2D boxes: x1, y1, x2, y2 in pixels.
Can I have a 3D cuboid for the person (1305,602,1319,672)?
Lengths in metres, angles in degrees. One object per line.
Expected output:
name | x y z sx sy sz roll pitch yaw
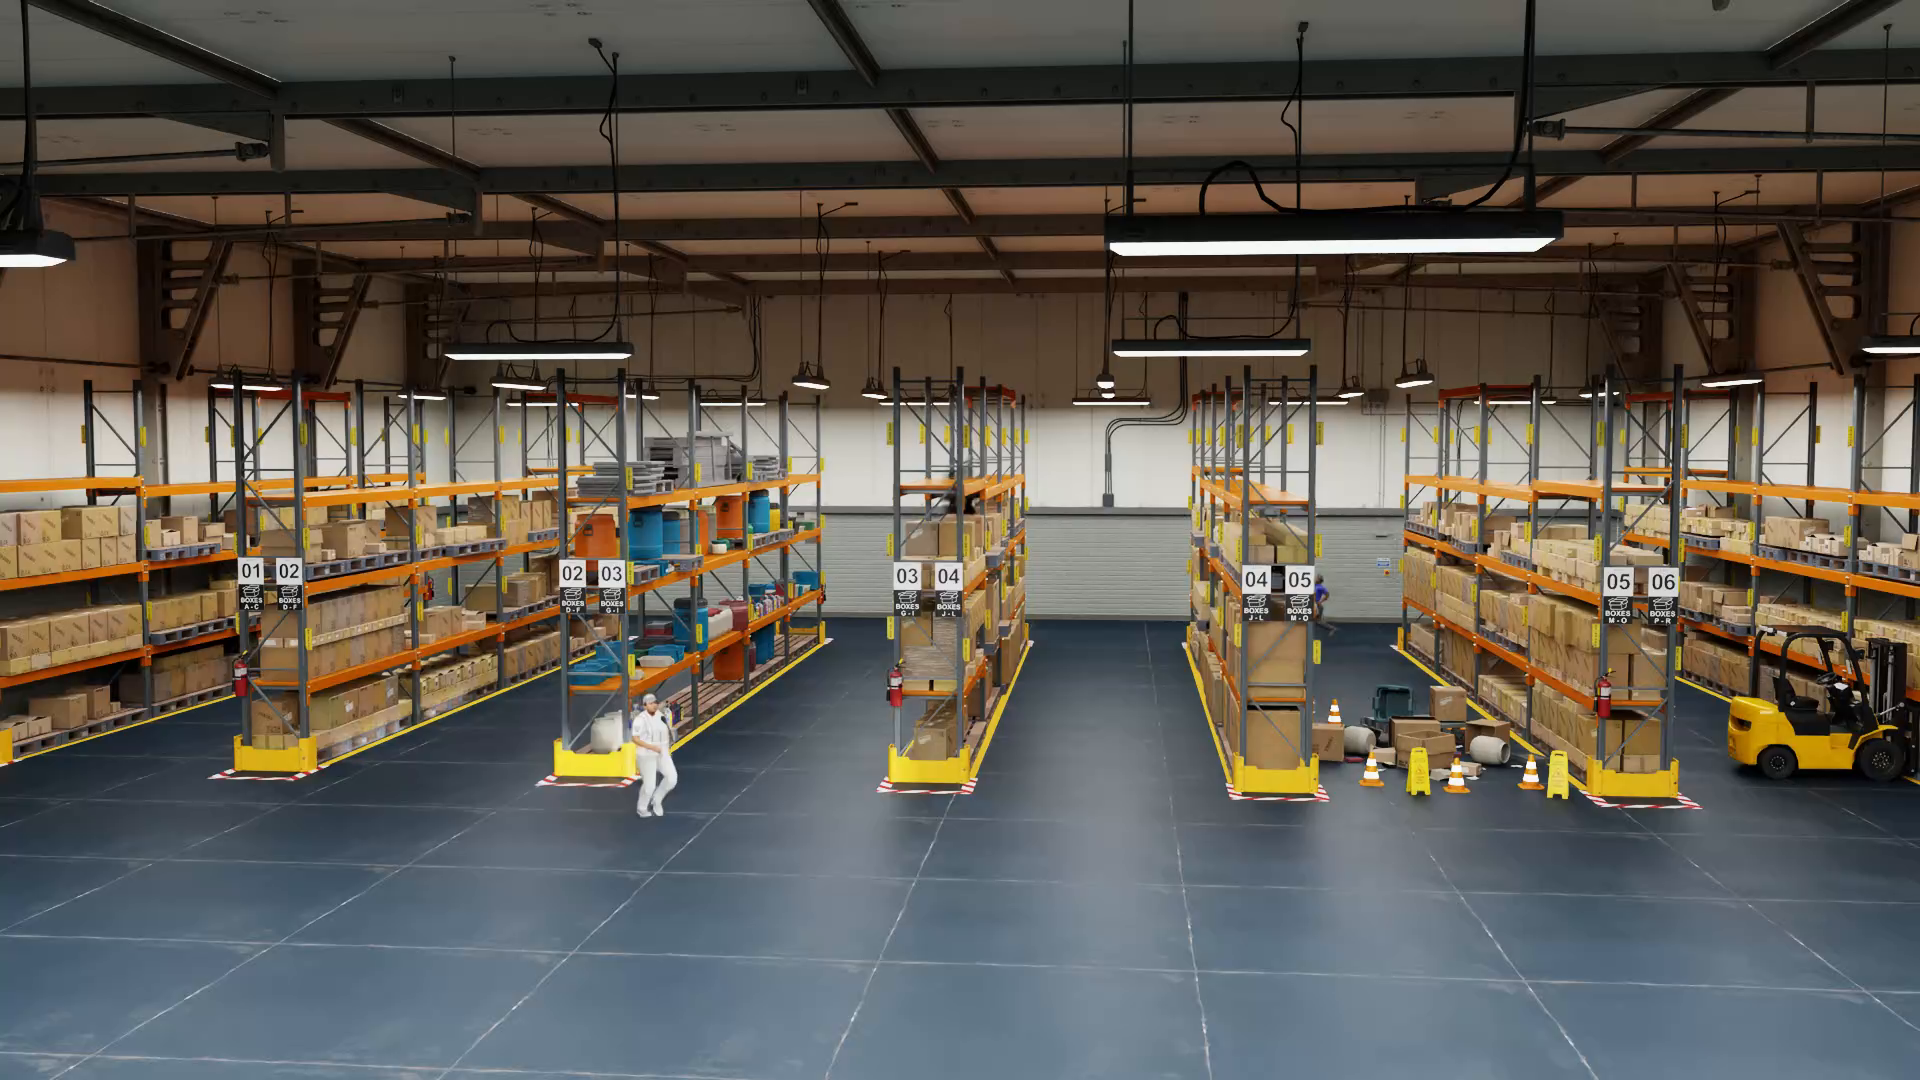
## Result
person | 7.240 1.927 35.088 0.675 1.850 0.798 0 4 1

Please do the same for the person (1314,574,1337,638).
person | 8.720 1.662 40.429 0.904 1.654 0.580 0 4 4

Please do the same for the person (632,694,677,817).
person | -4.014 2.828 21.826 0.595 1.631 0.615 3 5 44
